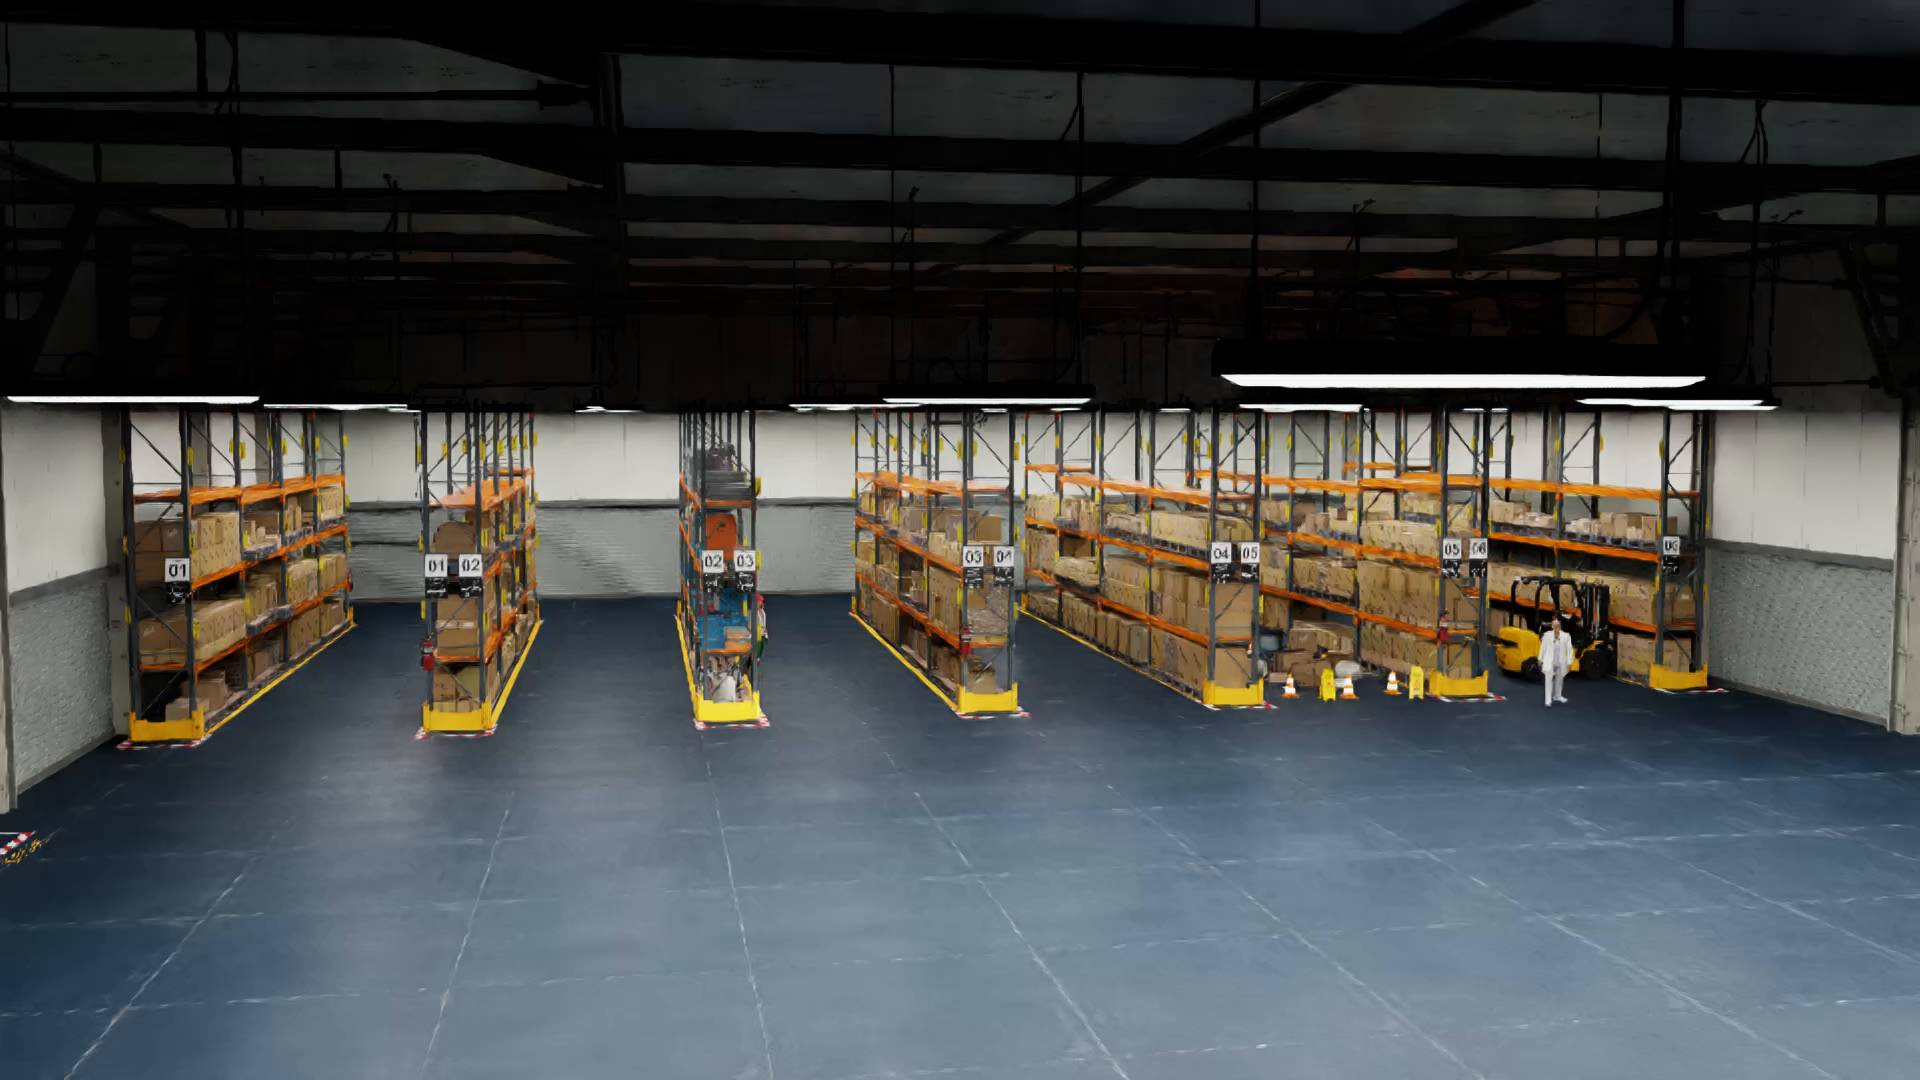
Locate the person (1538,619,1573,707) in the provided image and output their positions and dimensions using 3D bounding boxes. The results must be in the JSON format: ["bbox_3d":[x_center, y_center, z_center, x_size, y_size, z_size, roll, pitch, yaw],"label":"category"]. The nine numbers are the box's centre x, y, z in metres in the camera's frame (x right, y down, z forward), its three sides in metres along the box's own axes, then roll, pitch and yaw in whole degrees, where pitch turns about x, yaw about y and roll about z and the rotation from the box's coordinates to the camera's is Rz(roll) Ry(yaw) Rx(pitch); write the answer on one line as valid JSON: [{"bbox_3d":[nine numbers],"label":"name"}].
[{"bbox_3d":[11.707,2.400,32.690,0.635,1.728,1.045,1,4,11],"label":"person"}]

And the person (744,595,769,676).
[{"bbox_3d":[-4.454,2.084,36.309,0.473,1.785,0.633,3,5,30],"label":"person"}]
